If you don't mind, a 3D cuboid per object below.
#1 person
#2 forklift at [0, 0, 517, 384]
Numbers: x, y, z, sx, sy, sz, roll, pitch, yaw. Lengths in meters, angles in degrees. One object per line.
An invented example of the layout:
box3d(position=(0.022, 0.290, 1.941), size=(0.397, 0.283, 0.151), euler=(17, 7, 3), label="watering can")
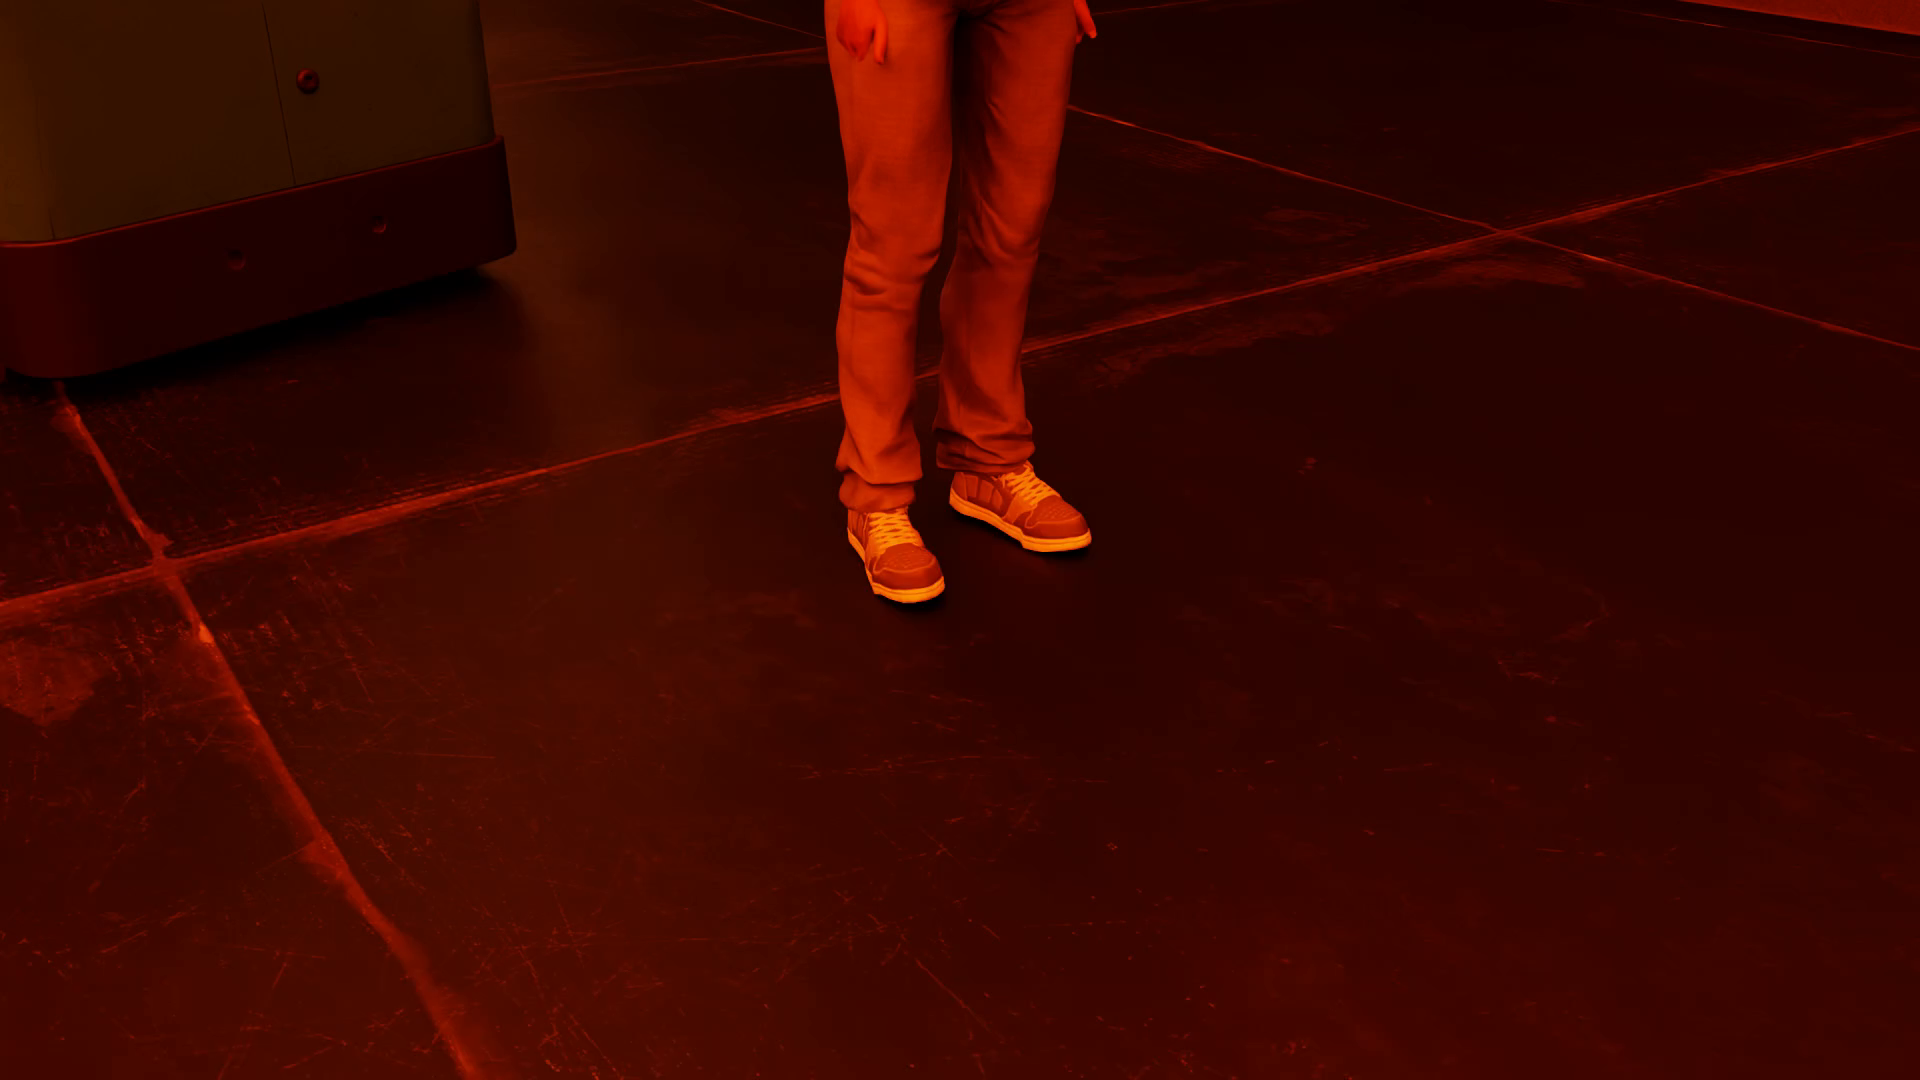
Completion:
box3d(position=(0.003, -0.715, 2.143), size=(0.409, 1.602, 0.327), euler=(-17, 31, -31), label="person")
box3d(position=(-2.427, -2.112, 3.442), size=(3.031, 2.935, 1.130), euler=(20, 33, 34), label="forklift")
